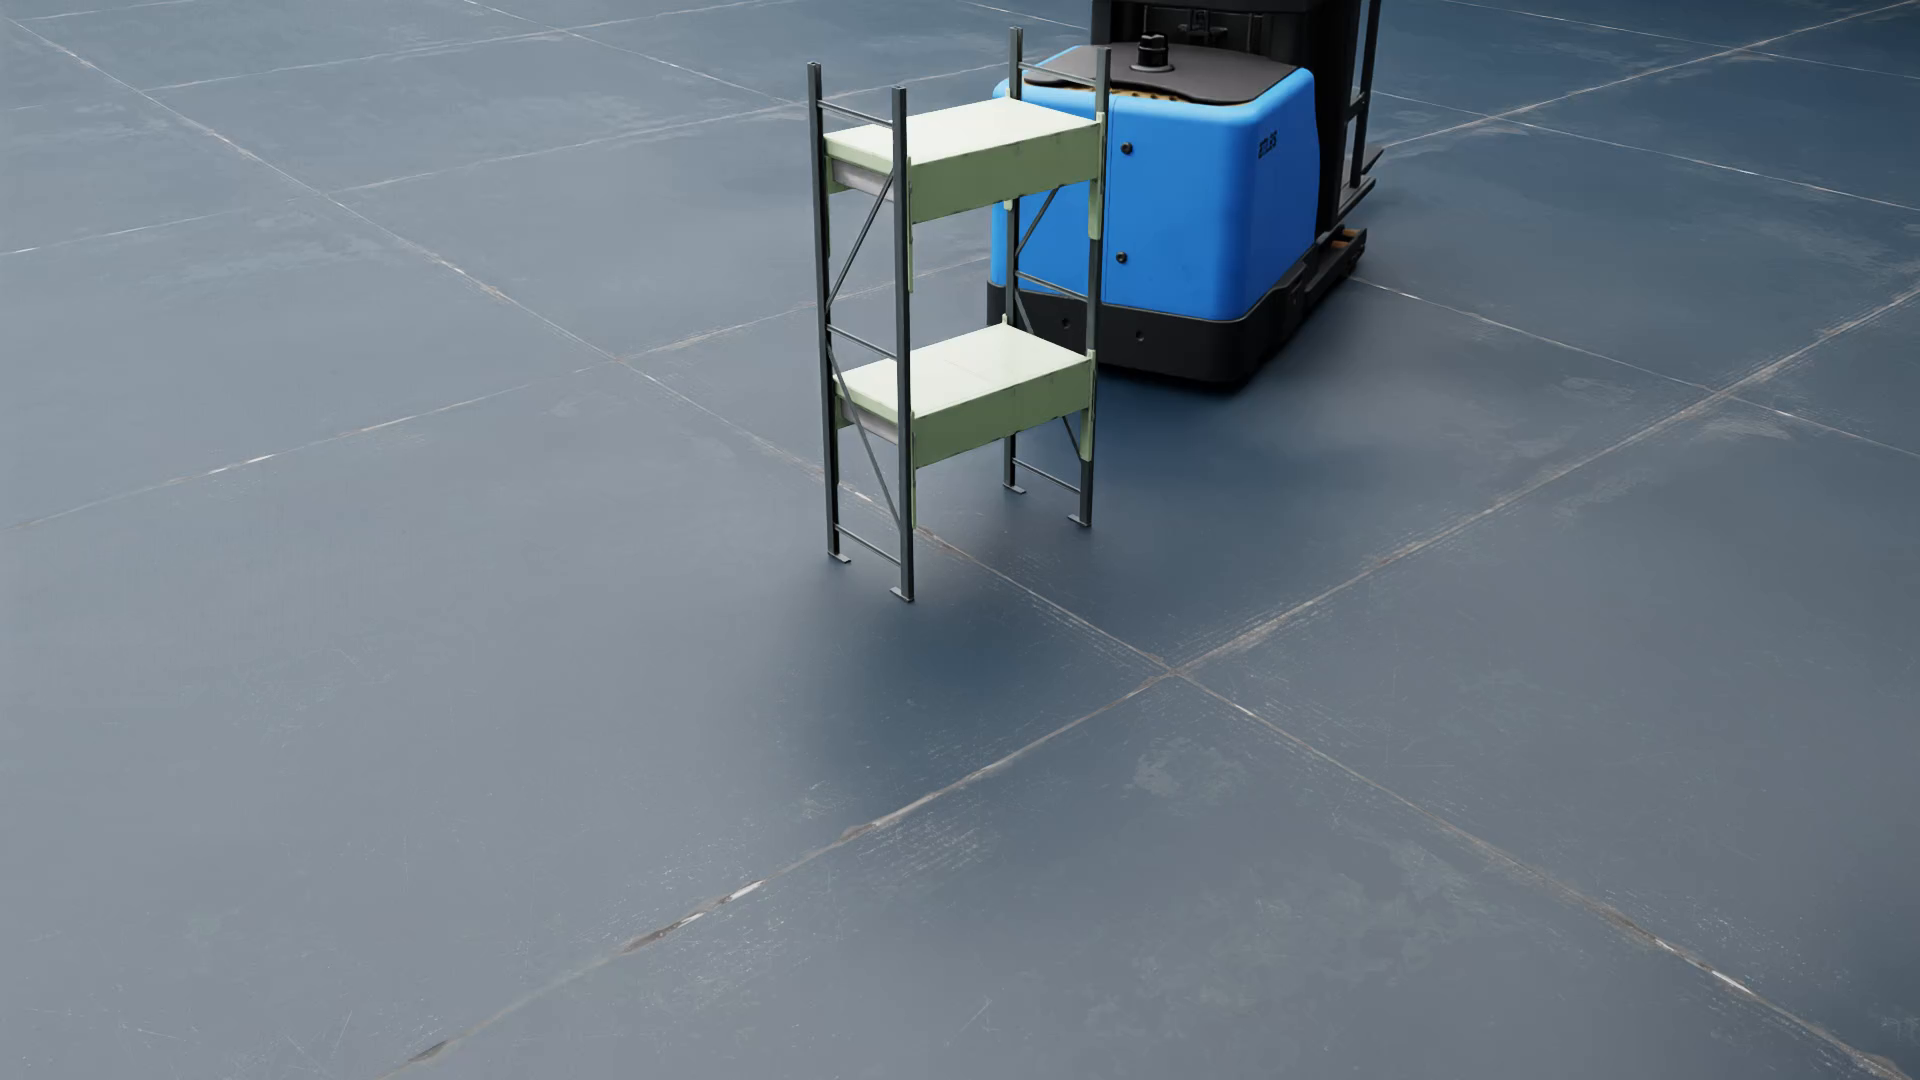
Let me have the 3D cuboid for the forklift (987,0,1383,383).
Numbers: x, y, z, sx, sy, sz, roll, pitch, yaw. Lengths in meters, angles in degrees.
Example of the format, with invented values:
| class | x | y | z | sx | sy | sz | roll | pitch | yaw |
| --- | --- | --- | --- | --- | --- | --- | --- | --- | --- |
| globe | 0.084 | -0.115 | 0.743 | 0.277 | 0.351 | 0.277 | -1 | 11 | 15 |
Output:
| class | x | y | z | sx | sy | sz | roll | pitch | yaw |
| --- | --- | --- | --- | --- | --- | --- | --- | --- | --- |
| forklift | 1.207 | -2.547 | 6.906 | 1.130 | 2.935 | 3.031 | 13 | 31 | 23 |

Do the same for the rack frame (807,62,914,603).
| class | x | y | z | sx | sy | sz | roll | pitch | yaw |
| --- | --- | --- | --- | --- | --- | --- | --- | --- | --- |
| rack frame | -0.273 | -0.552 | 4.691 | 0.023 | 1.500 | 0.400 | -22 | 35 | -35 |

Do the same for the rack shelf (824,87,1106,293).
| class | x | y | z | sx | sy | sz | roll | pitch | yaw |
| --- | --- | --- | --- | --- | --- | --- | --- | --- | --- |
| rack shelf | 0.005 | -1.008 | 4.716 | 0.720 | 0.370 | 0.431 | -22 | 35 | -35 |

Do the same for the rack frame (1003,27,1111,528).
| class | x | y | z | sx | sy | sz | roll | pitch | yaw |
| --- | --- | --- | --- | --- | --- | --- | --- | --- | --- |
| rack frame | 0.284 | -0.775 | 5.110 | 0.023 | 1.500 | 0.400 | -22 | 35 | -35 |

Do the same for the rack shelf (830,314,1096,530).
| class | x | y | z | sx | sy | sz | roll | pitch | yaw |
| --- | --- | --- | --- | --- | --- | --- | --- | --- | --- |
| rack shelf | 0.005 | -0.376 | 5.054 | 0.720 | 0.370 | 0.431 | -22 | 35 | -35 |

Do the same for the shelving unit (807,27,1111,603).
| class | x | y | z | sx | sy | sz | roll | pitch | yaw |
| --- | --- | --- | --- | --- | --- | --- | --- | --- | --- |
| shelving unit | 0.005 | -0.664 | 4.900 | 0.755 | 1.500 | 0.431 | -22 | 35 | -35 |
